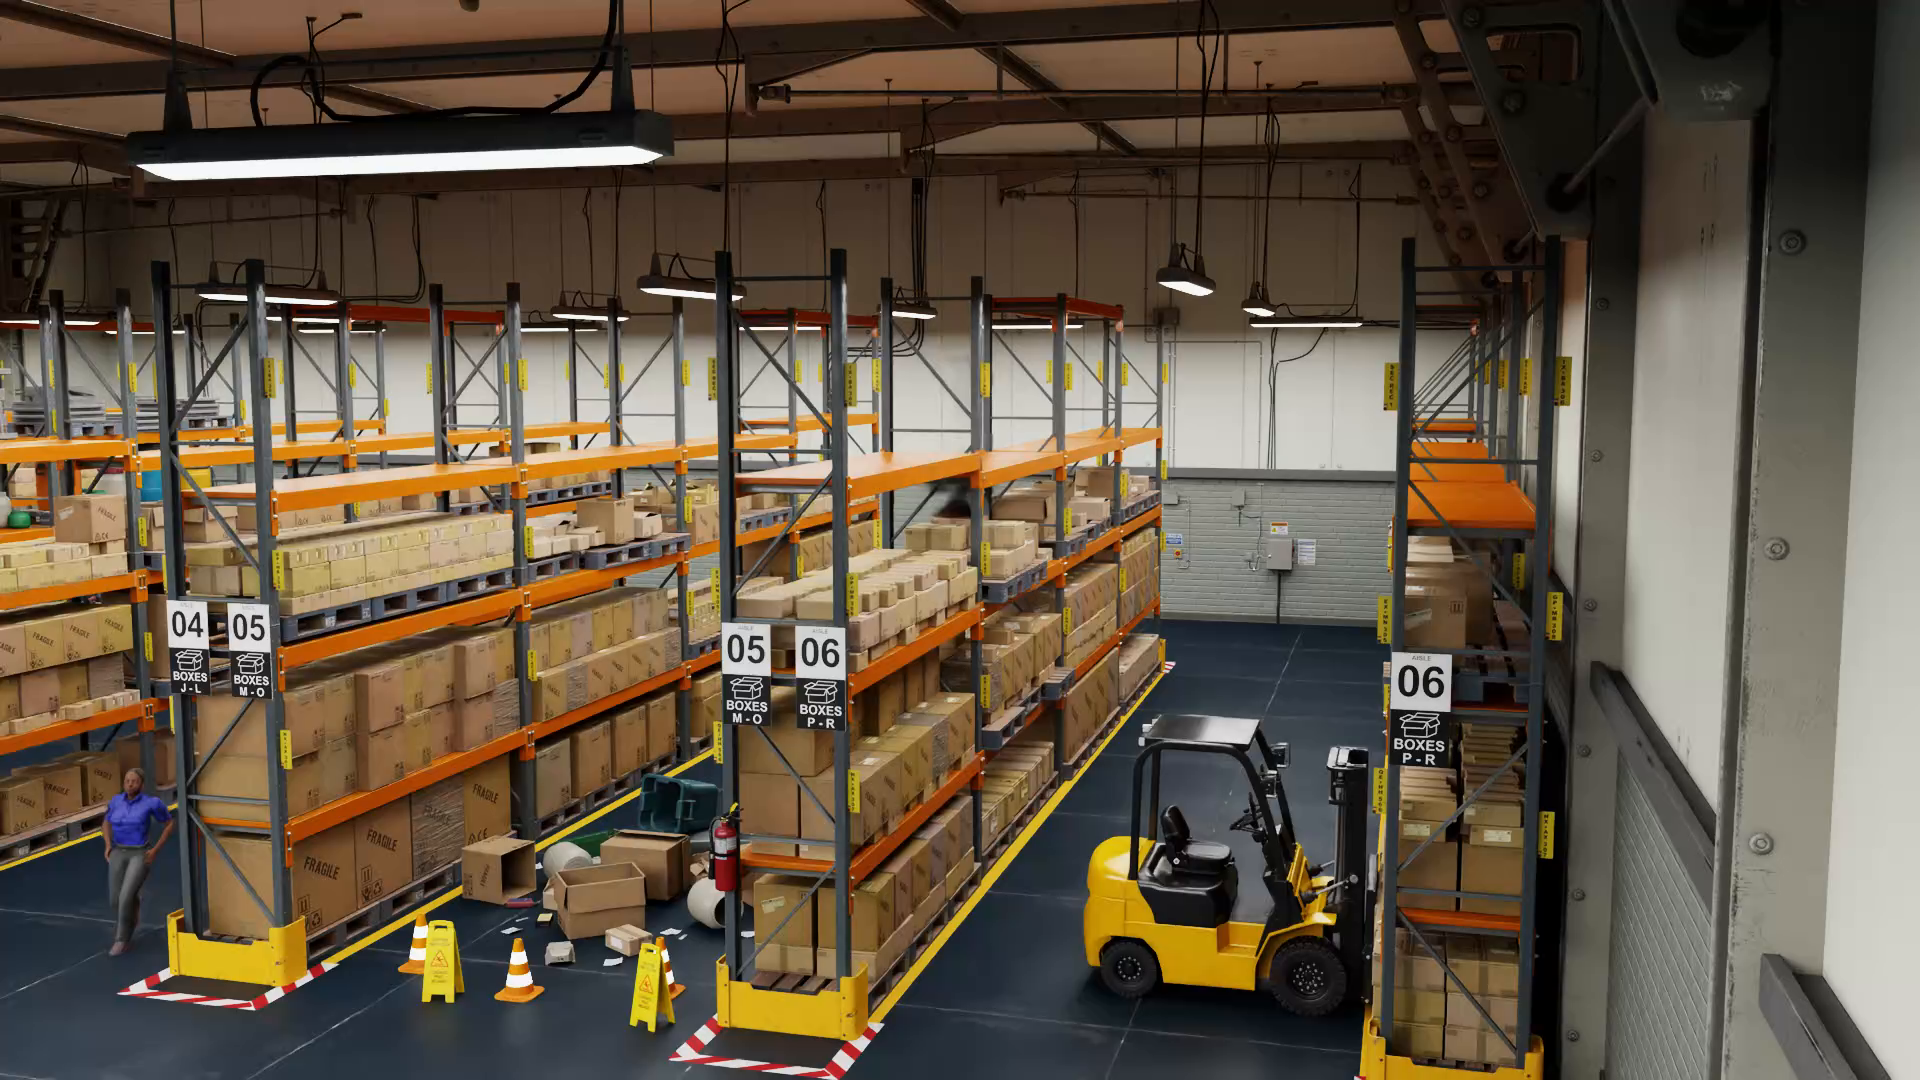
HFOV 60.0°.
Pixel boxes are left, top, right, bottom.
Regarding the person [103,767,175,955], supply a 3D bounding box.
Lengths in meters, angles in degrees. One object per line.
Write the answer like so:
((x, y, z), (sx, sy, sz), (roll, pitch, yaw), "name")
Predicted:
((-7.311, 2.831, 14.826), (0.613, 1.639, 0.642), (0, 6, -2), "person")
